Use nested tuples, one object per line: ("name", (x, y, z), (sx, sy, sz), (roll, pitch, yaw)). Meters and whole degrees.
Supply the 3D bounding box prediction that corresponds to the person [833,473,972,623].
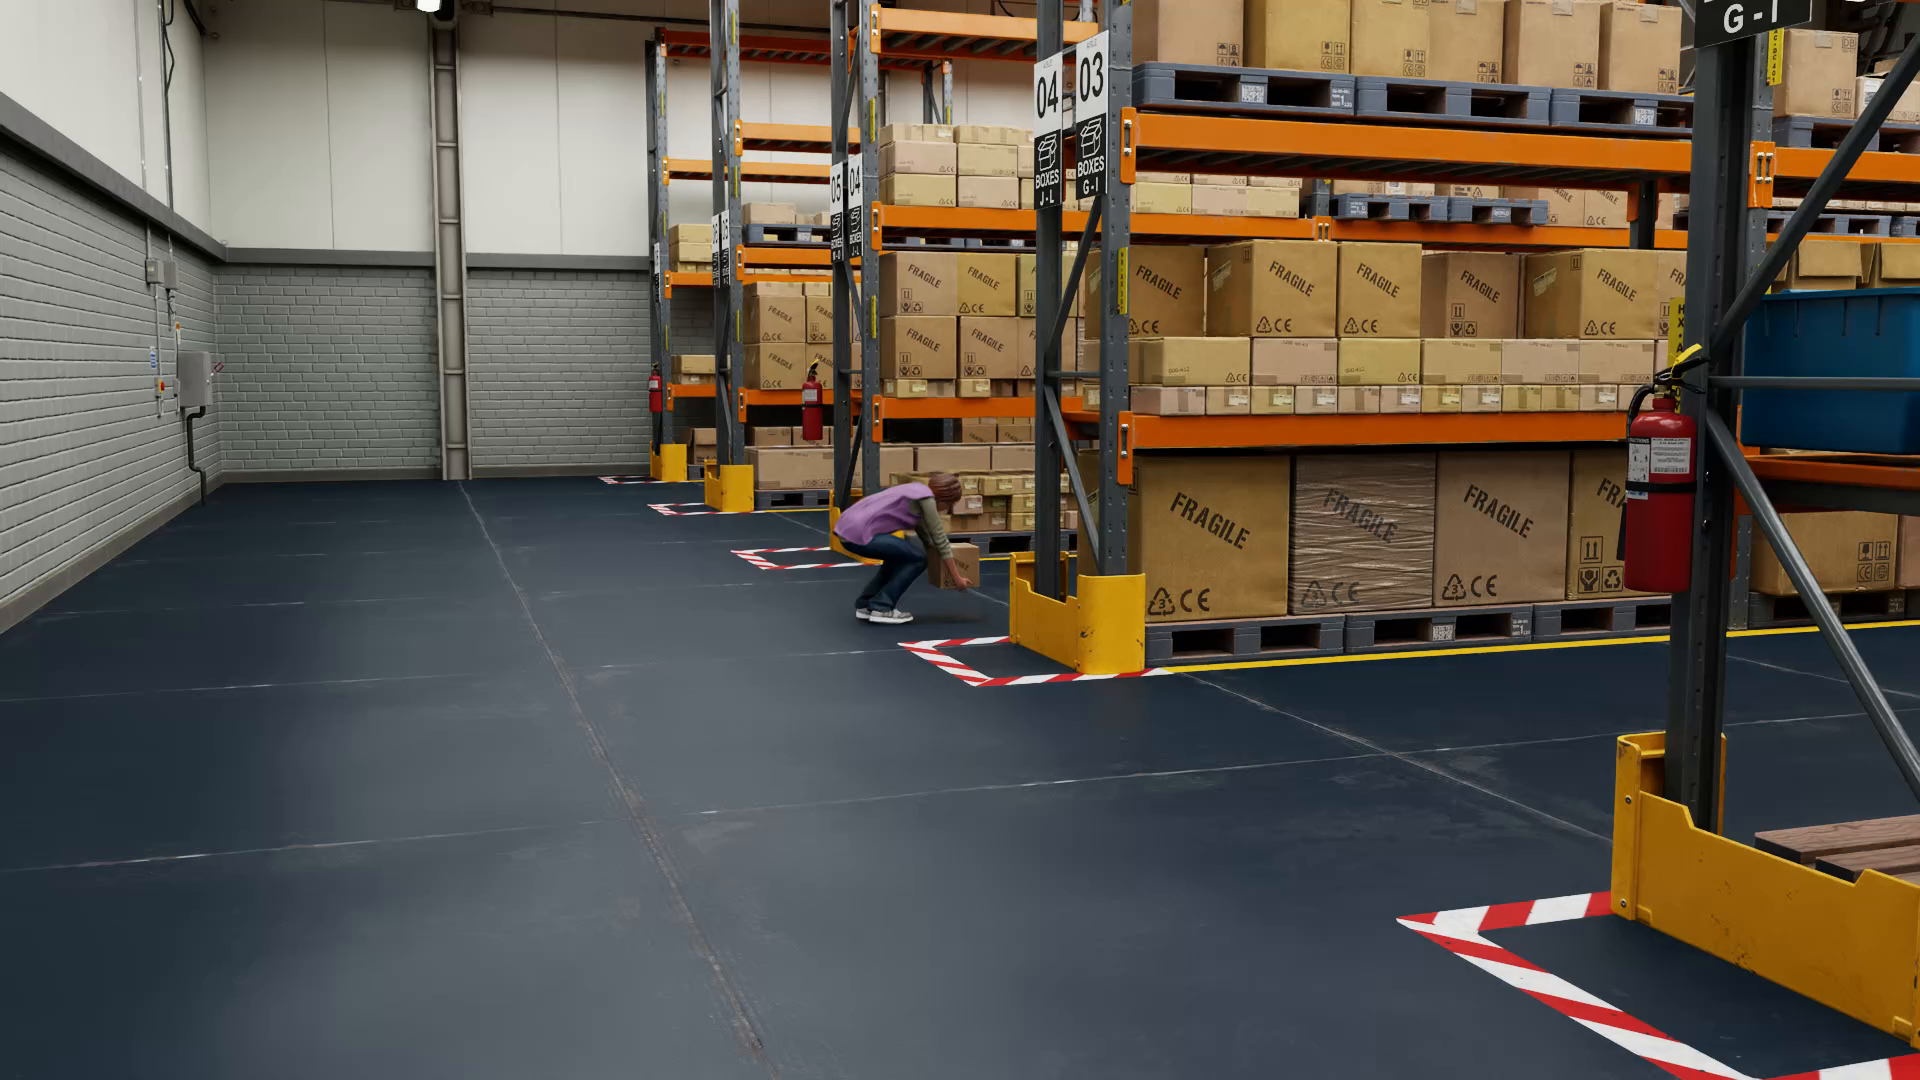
("person", (-0.363, 0.048, 10.182), (0.841, 0.900, 0.423), (-2, 6, -20))
